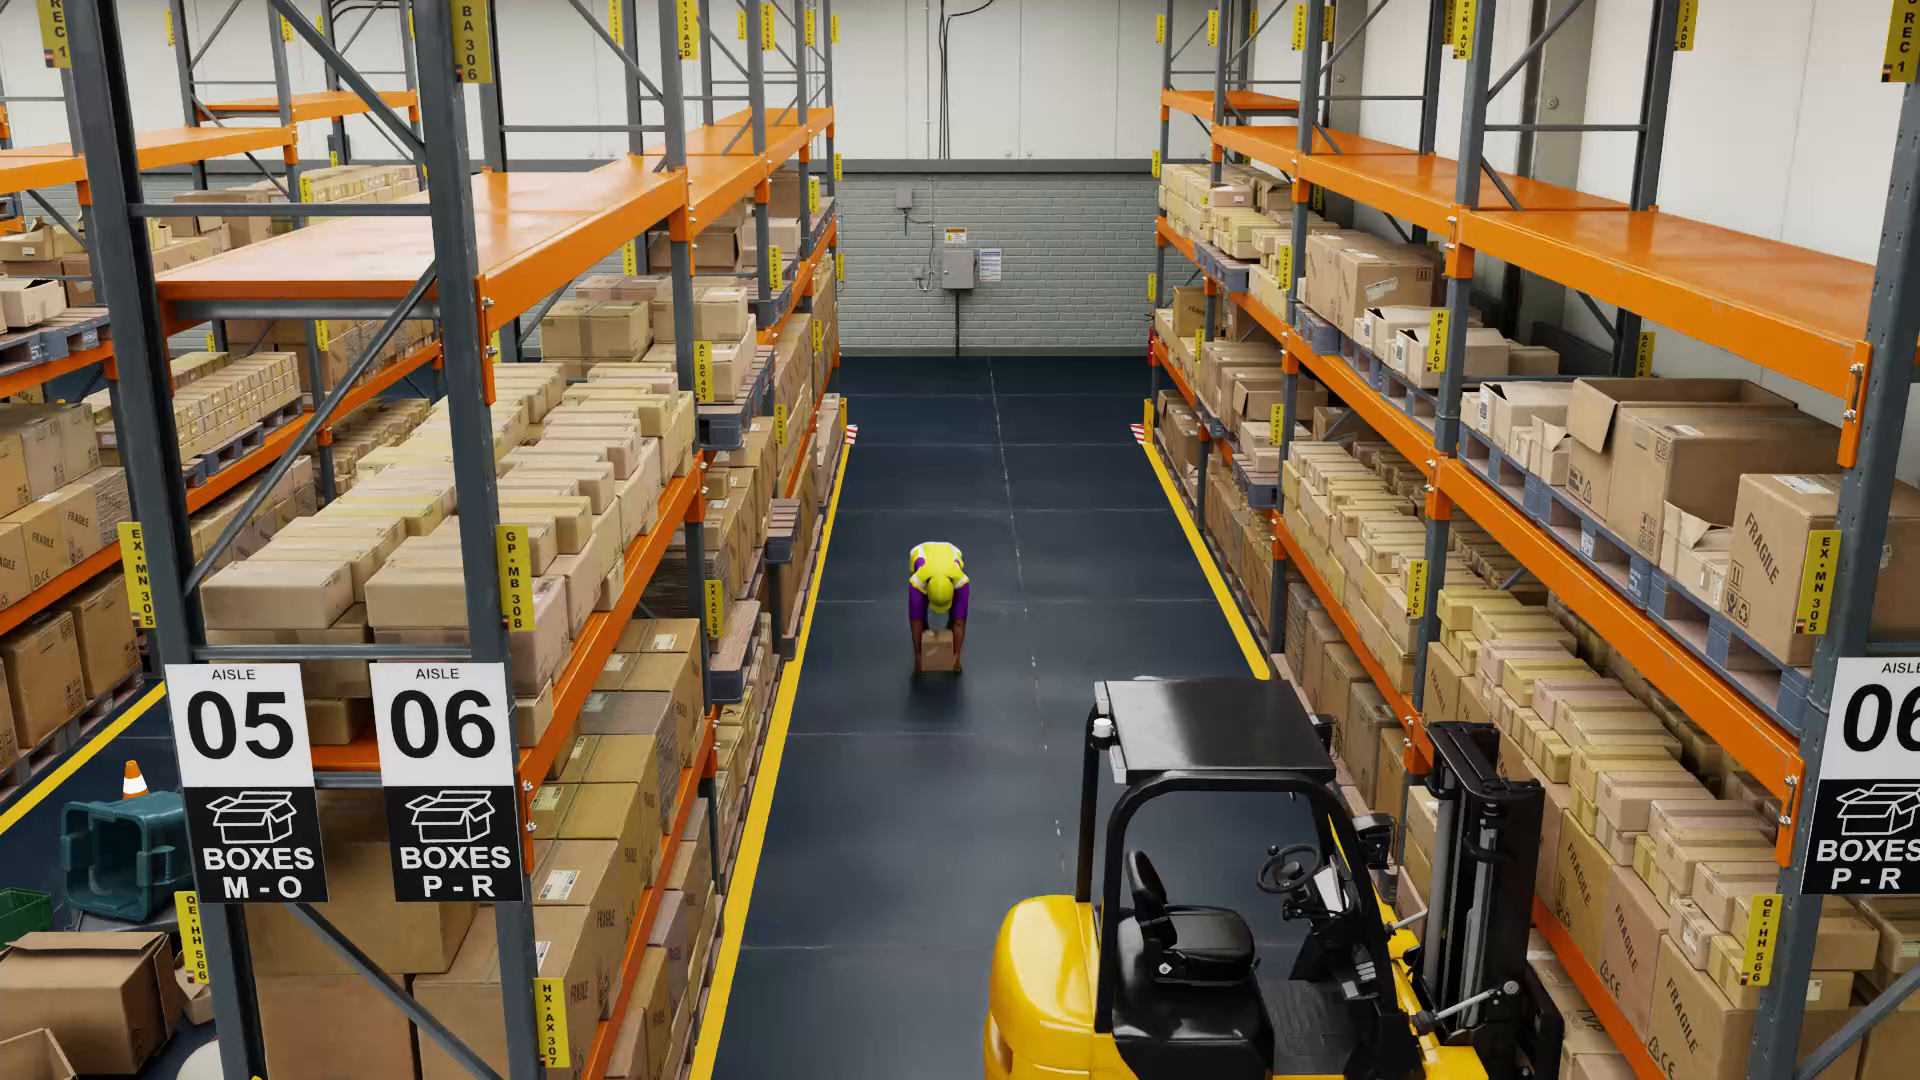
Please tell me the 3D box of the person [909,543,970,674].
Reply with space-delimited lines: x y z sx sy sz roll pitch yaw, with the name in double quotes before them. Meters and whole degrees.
"person" -0.168 0.596 13.266 0.483 1.054 0.981 -1 17 -3
